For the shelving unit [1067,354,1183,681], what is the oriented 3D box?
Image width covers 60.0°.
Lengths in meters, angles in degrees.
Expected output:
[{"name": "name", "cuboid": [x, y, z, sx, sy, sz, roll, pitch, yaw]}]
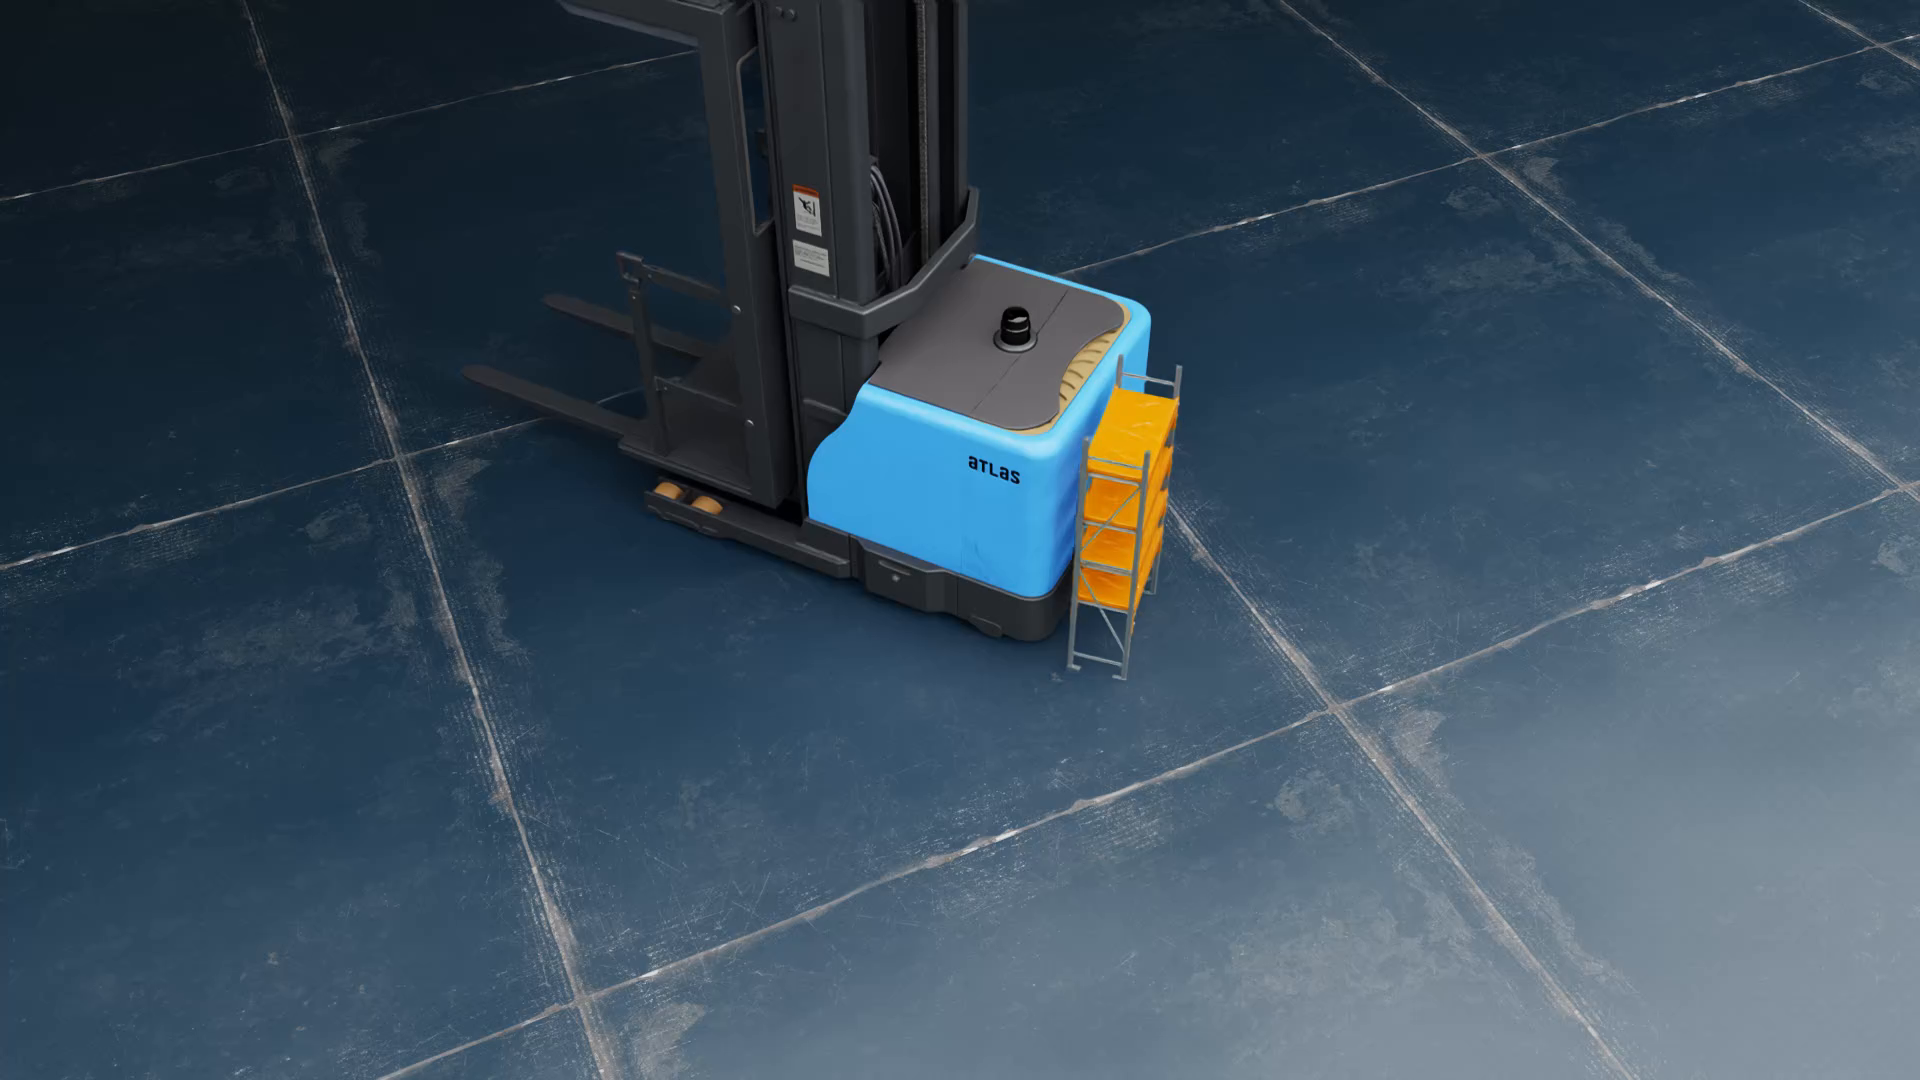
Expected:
[{"name": "shelving unit", "cuboid": [0.618, -0.064, 6.329, 0.258, 1.200, 0.503, 13, 46, 13]}]

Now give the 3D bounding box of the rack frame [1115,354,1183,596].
[{"name": "rack frame", "cuboid": [0.694, -0.226, 6.494, 0.240, 1.200, 0.015, 13, 46, 13]}]

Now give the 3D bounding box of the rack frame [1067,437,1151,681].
[{"name": "rack frame", "cuboid": [0.542, 0.099, 6.164, 0.240, 1.200, 0.015, 13, 46, 13]}]

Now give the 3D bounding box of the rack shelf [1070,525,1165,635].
[{"name": "rack shelf", "cuboid": [0.618, 0.126, 6.516, 0.258, 0.148, 0.480, 13, 46, 13]}]

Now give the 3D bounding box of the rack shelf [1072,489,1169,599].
[{"name": "rack shelf", "cuboid": [0.618, -0.016, 6.376, 0.258, 0.148, 0.480, 13, 46, 13]}]

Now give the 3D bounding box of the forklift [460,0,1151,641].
[{"name": "forklift", "cuboid": [-0.784, -1.376, 6.426, 3.031, 2.935, 1.130, 20, 48, 19]}]

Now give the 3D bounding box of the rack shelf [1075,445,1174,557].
[{"name": "rack shelf", "cuboid": [0.618, -0.175, 6.219, 0.258, 0.148, 0.480, 13, 46, 13]}]

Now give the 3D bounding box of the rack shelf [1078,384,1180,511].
[{"name": "rack shelf", "cuboid": [0.618, -0.343, 6.053, 0.258, 0.148, 0.480, 13, 46, 13]}]
